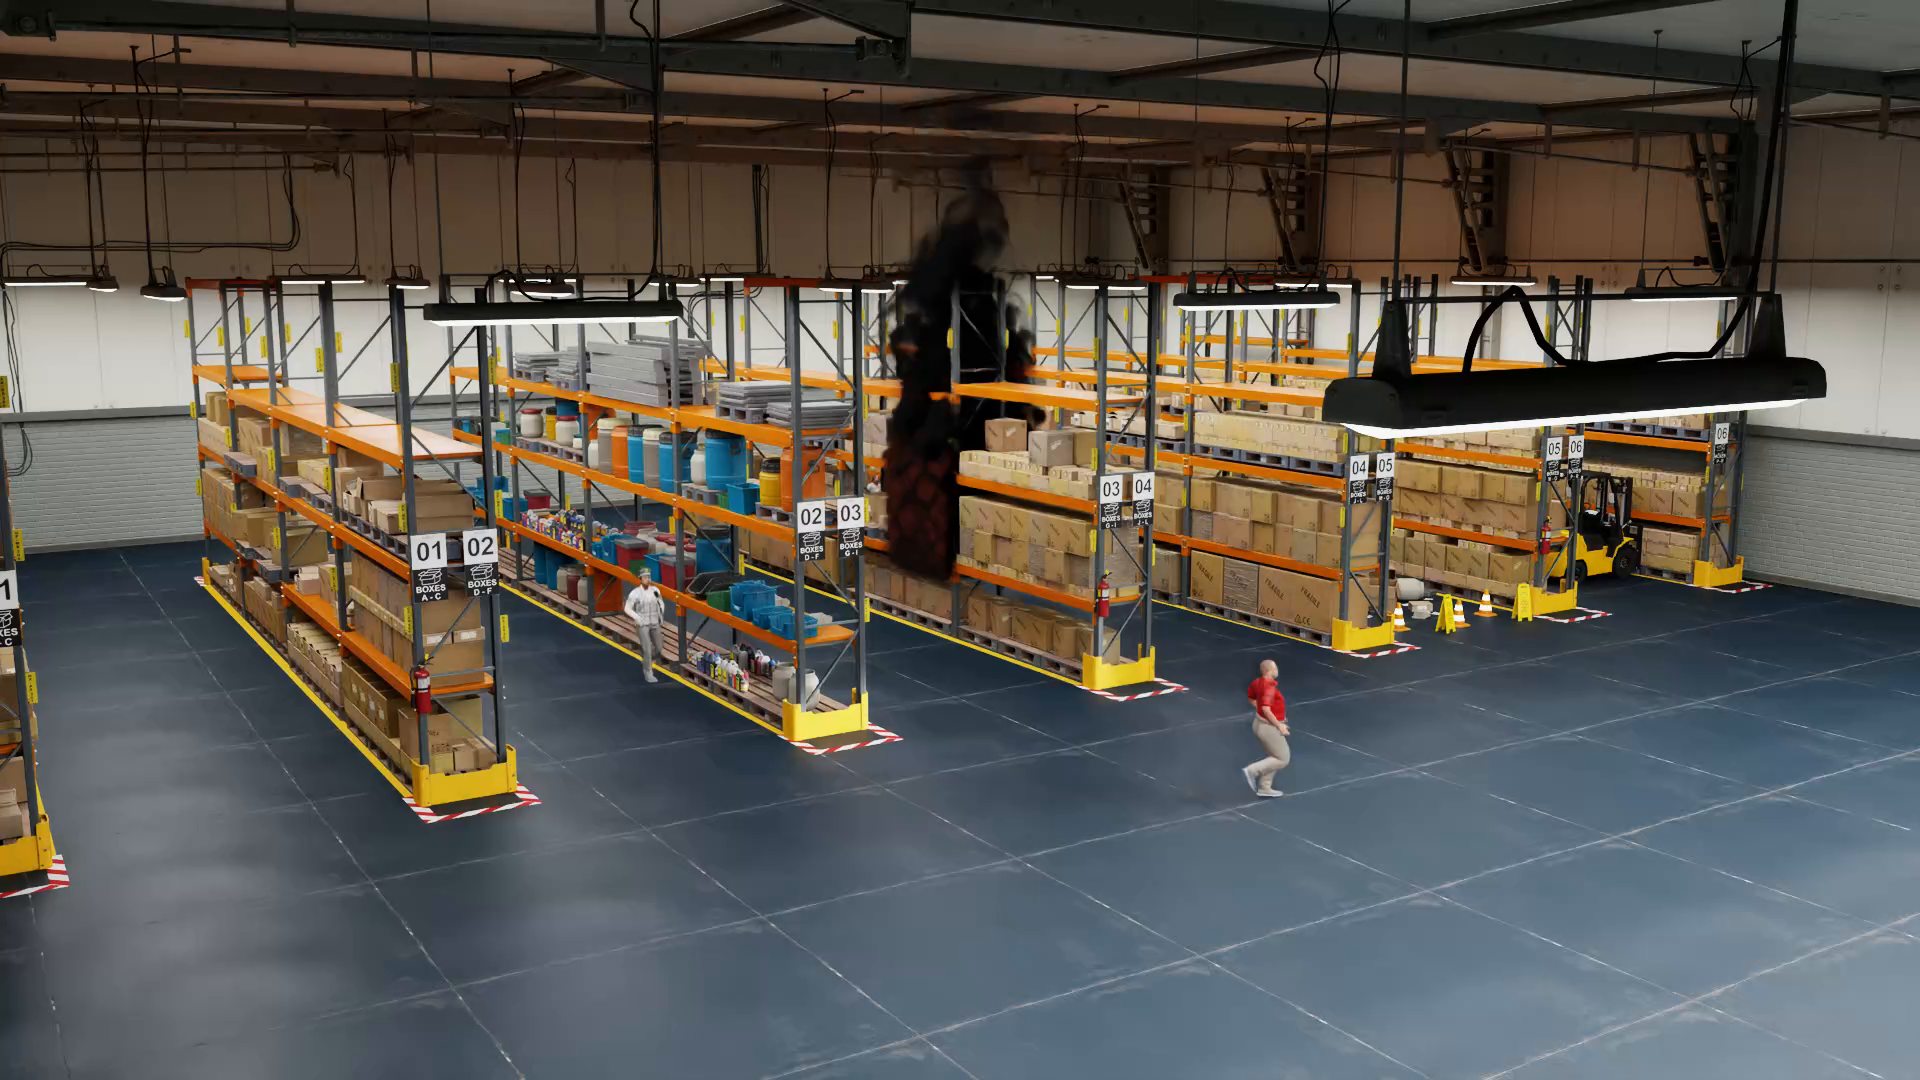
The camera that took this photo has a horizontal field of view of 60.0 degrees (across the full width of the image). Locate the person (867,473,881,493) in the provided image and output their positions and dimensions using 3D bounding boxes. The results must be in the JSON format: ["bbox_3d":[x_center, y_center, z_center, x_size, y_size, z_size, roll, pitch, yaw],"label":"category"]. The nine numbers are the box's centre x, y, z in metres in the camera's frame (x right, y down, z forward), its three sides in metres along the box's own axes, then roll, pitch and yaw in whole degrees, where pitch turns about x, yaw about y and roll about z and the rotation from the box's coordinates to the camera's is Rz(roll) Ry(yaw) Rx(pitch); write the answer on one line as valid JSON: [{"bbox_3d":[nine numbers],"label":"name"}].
[{"bbox_3d":[-1.882,-0.734,37.712,0.523,1.568,0.553,-5,11,-29],"label":"person"}]

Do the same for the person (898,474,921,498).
[{"bbox_3d":[-0.969,-0.640,36.488,0.631,1.748,0.612,-6,11,-32],"label":"person"}]

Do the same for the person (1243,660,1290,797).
[{"bbox_3d":[3.615,2.240,19.691,0.599,1.684,0.670,-2,10,-10],"label":"person"}]

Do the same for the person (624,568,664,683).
[{"bbox_3d":[-4.530,1.215,24.052,0.614,1.659,0.525,-6,11,-33],"label":"person"}]

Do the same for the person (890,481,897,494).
[{"bbox_3d":[-1.685,-1.527,42.342,0.592,1.615,0.625,-8,12,-39],"label":"person"}]
